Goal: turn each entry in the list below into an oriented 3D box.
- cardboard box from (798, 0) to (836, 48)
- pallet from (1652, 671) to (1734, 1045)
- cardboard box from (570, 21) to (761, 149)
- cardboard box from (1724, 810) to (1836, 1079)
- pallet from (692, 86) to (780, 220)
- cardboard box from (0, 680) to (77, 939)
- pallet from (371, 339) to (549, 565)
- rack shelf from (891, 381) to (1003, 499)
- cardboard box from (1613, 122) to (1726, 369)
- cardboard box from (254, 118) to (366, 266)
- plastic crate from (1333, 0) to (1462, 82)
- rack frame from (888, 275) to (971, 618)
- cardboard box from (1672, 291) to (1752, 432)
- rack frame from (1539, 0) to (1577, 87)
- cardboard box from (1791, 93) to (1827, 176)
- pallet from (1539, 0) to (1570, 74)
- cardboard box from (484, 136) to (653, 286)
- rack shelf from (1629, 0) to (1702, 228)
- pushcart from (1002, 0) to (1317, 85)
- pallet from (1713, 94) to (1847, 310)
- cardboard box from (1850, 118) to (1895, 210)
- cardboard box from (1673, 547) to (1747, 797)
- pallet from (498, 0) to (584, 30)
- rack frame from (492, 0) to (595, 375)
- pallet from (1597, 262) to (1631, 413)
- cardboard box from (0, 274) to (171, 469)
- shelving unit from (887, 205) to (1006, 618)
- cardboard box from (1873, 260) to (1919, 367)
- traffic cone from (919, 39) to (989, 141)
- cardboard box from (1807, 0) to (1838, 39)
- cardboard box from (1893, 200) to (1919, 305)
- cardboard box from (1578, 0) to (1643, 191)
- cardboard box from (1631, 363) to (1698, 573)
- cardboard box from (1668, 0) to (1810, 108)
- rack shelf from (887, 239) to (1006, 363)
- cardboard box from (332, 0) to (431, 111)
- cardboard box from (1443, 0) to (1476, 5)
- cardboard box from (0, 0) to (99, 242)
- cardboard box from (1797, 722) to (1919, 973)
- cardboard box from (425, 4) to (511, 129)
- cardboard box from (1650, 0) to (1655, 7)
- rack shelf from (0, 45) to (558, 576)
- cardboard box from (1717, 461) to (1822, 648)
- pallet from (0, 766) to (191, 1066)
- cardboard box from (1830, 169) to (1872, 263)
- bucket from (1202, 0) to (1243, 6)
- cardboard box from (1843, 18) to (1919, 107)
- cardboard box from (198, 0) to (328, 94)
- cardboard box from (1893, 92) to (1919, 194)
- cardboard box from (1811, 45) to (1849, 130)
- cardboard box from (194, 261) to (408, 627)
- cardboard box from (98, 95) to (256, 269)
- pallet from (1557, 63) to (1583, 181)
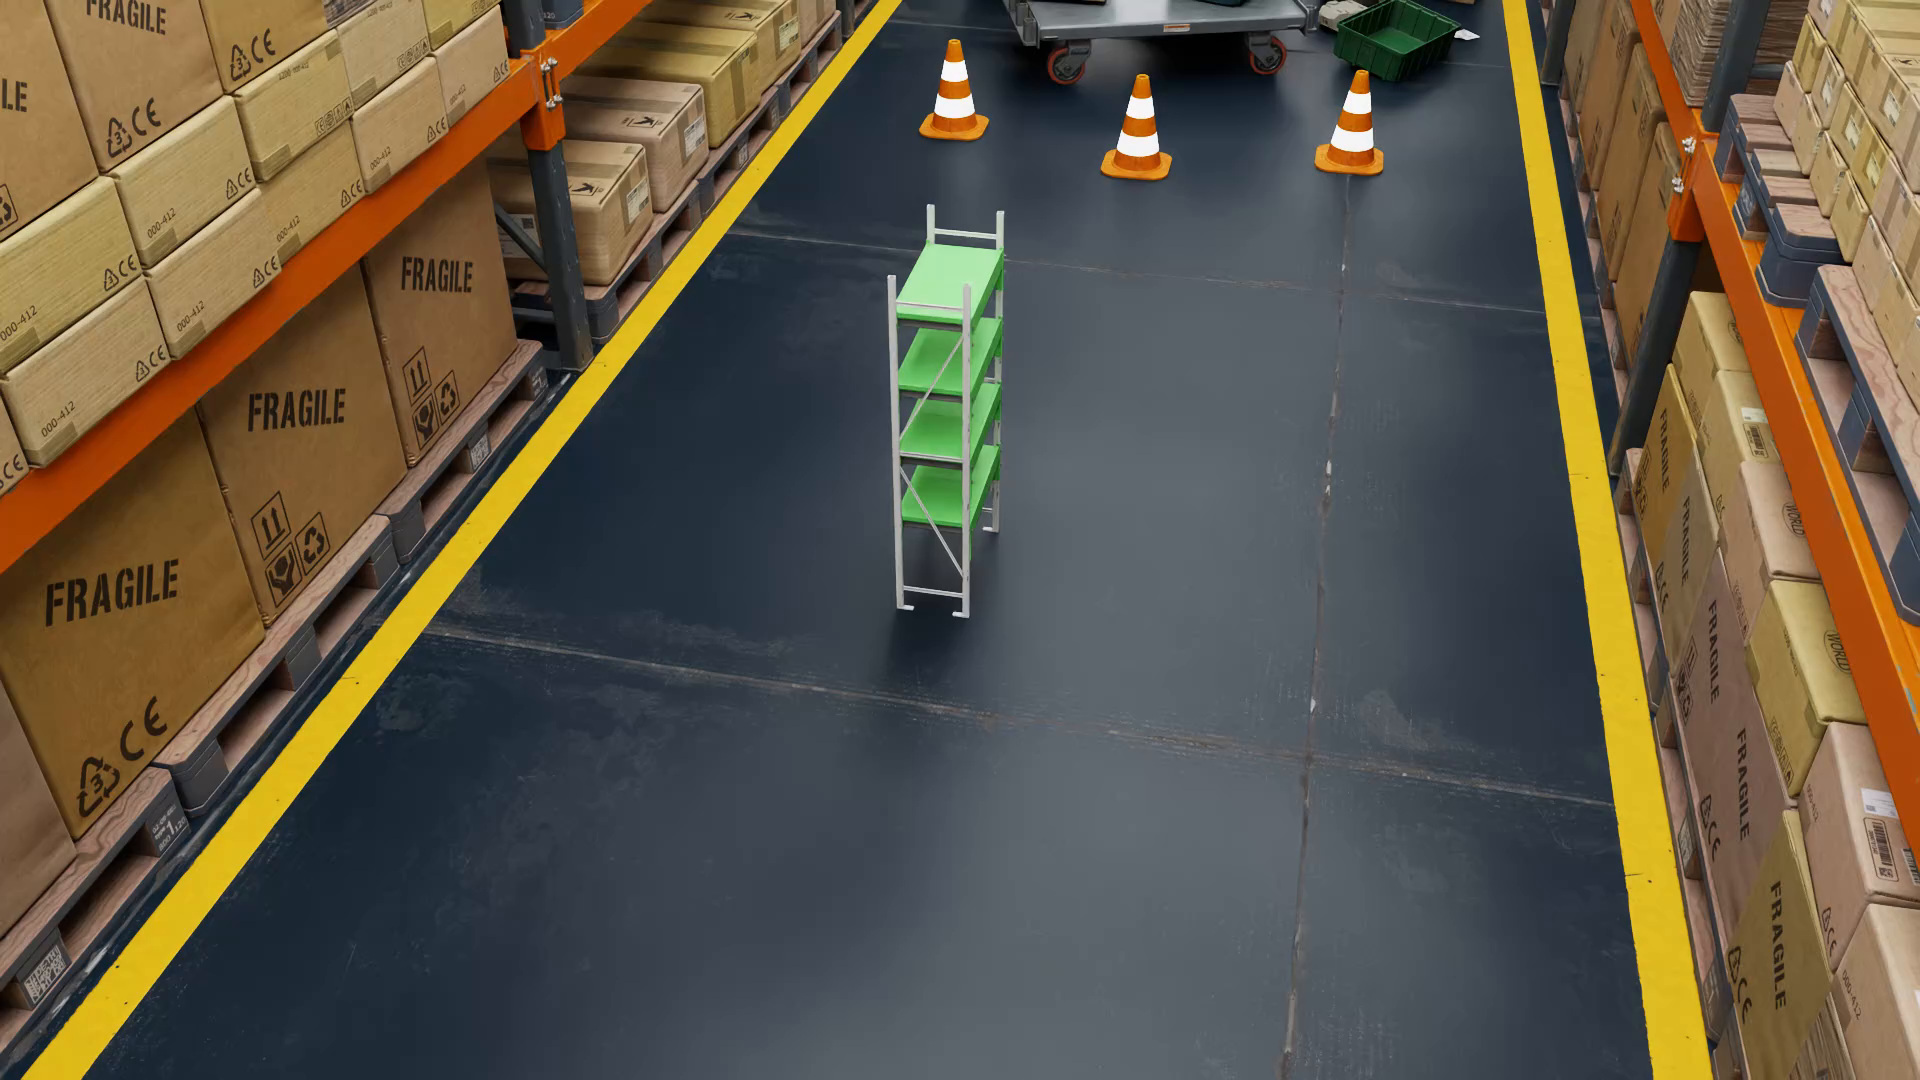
[{"bbox_3d":[-1.243,-3.074,9.317,0.950,0.372,0.625,8,37,11],"label":"cardboard box"},{"bbox_3d":[2.439,0.861,4.383,1.003,0.211,1.213,7,37,10],"label":"pallet"},{"bbox_3d":[-1.540,-2.263,8.198,0.950,0.372,0.625,8,37,12],"label":"cardboard box"},{"bbox_3d":[2.037,0.972,3.625,0.500,0.500,0.500,6,36,9],"label":"cardboard box"},{"bbox_3d":[-1.557,-1.992,8.319,1.003,0.211,1.213,7,37,10],"label":"pallet"},{"bbox_3d":[-2.788,0.642,3.761,0.875,0.875,0.875,8,37,11],"label":"cardboard box"},{"bbox_3d":[-2.230,-0.405,6.128,1.003,0.211,1.213,7,37,10],"label":"pallet"},{"bbox_3d":[-0.035,-0.339,5.304,0.258,0.148,0.480,7,37,10],"label":"rack shelf"},{"bbox_3d":[3.088,-1.011,6.147,1.050,0.750,0.750,7,36,9],"label":"cardboard box"},{"bbox_3d":[-2.059,-1.011,4.717,0.500,0.250,0.500,7,37,9],"label":"cardboard box"},{"bbox_3d":[2.481,-2.855,9.481,0.450,0.188,0.662,36,48,26],"label":"plastic crate"},{"bbox_3d":[-0.087,-0.251,5.074,0.240,1.200,0.015,7,37,10],"label":"rack frame"},{"bbox_3d":[2.486,-0.510,5.031,0.500,0.250,0.500,6,36,8],"label":"cardboard box"},{"bbox_3d":[3.724,-3.707,8.308,1.000,3.000,0.127,7,37,10],"label":"rack frame"},{"bbox_3d":[2.520,-1.097,4.564,0.380,0.149,0.250,9,37,12],"label":"cardboard box"},{"bbox_3d":[3.963,-3.004,9.715,1.003,0.211,1.213,7,37,10],"label":"pallet"},{"bbox_3d":[-1.857,-1.405,7.014,0.950,0.372,0.625,5,36,7],"label":"cardboard box"},{"bbox_3d":[3.297,-2.269,6.938,1.077,0.370,4.000,7,37,10],"label":"rack shelf"},{"bbox_3d":[1.105,-2.950,9.499,1.648,0.377,0.936,-5,36,-6],"label":"pushcart"},{"bbox_3d":[2.822,-0.914,4.619,1.213,0.211,1.003,7,37,10],"label":"pallet"},{"bbox_3d":[2.407,-0.897,4.034,0.380,0.149,0.250,7,37,10],"label":"cardboard box"},{"bbox_3d":[2.260,0.386,4.434,0.500,0.500,0.500,6,36,9],"label":"cardboard box"},{"bbox_3d":[-1.939,-2.320,6.559,1.213,0.211,1.003,7,37,10],"label":"pallet"},{"bbox_3d":[-1.988,-1.976,5.921,1.000,3.000,0.127,7,37,10],"label":"rack frame"},{"bbox_3d":[3.112,-0.727,6.573,1.003,0.211,1.213,7,37,10],"label":"pallet"},{"bbox_3d":[-2.256,-0.430,3.915,0.500,0.250,0.500,7,37,10],"label":"cardboard box"},{"bbox_3d":[-0.035,-0.391,5.267,0.258,1.200,0.503,7,37,10],"label":"shelving unit"},{"bbox_3d":[2.296,-0.490,3.727,0.380,0.149,0.250,8,37,11],"label":"cardboard box"},{"bbox_3d":[-0.030,-2.356,8.606,0.336,0.463,0.334,7,37,10],"label":"traffic cone"},{"bbox_3d":[2.581,-1.480,4.585,0.380,0.149,0.250,7,37,10],"label":"cardboard box"},{"bbox_3d":[2.297,-0.612,3.641,0.380,0.149,0.250,7,37,10],"label":"cardboard box"},{"bbox_3d":[3.470,-2.046,7.576,1.050,0.750,0.750,7,37,10],"label":"cardboard box"},{"bbox_3d":[2.470,-0.198,5.239,0.500,0.500,0.500,6,36,8],"label":"cardboard box"},{"bbox_3d":[2.704,-1.746,5.518,0.500,0.500,0.500,7,37,10],"label":"cardboard box"},{"bbox_3d":[-0.035,-0.728,5.023,0.258,0.148,0.480,7,37,10],"label":"rack shelf"},{"bbox_3d":[-1.949,-1.514,4.985,0.500,0.250,0.500,6,36,9],"label":"cardboard box"},{"bbox_3d":[3.053,-3.714,10.447,0.500,0.500,0.500,14,38,18],"label":"cardboard box"},{"bbox_3d":[-2.276,-0.927,3.536,0.500,0.500,0.500,6,36,9],"label":"cardboard box"},{"bbox_3d":[2.050,0.666,3.408,0.500,0.250,0.500,9,37,12],"label":"cardboard box"},{"bbox_3d":[-1.842,-1.593,5.520,0.500,0.250,0.500,6,36,8],"label":"cardboard box"},{"bbox_3d":[2.918,-2.318,6.308,0.500,0.500,0.500,7,36,9],"label":"cardboard box"},{"bbox_3d":[-2.415,-0.538,4.550,1.077,0.370,4.000,7,37,10],"label":"rack shelf"},{"bbox_3d":[2.259,0.063,4.241,0.500,0.250,0.500,8,37,10],"label":"cardboard box"},{"bbox_3d":[-2.751,0.994,4.198,1.003,0.211,1.213,7,37,10],"label":"pallet"},{"bbox_3d":[2.406,-0.787,4.136,0.380,0.149,0.250,9,37,12],"label":"cardboard box"},{"bbox_3d":[1.501,-3.364,9.329,0.726,0.611,0.620,20,51,26],"label":"bucket"},{"bbox_3d":[2.470,-1.188,4.182,0.380,0.149,0.250,7,37,10],"label":"cardboard box"},{"bbox_3d":[-2.057,-1.513,4.345,0.500,0.500,0.500,7,37,10],"label":"cardboard box"},{"bbox_3d":[2.357,-0.881,3.758,0.380,0.149,0.250,9,37,12],"label":"cardboard box"},{"bbox_3d":[2.514,-1.195,4.445,0.380,0.149,0.250,9,37,12],"label":"cardboard box"},{"bbox_3d":[-2.411,-0.389,5.184,0.875,0.875,0.875,8,37,11],"label":"cardboard box"},{"bbox_3d":[-2.149,-0.920,4.165,0.500,0.250,0.500,6,36,9],"label":"cardboard box"},{"bbox_3d":[3.633,-2.126,8.503,1.003,0.211,1.213,7,37,10],"label":"pallet"}]
